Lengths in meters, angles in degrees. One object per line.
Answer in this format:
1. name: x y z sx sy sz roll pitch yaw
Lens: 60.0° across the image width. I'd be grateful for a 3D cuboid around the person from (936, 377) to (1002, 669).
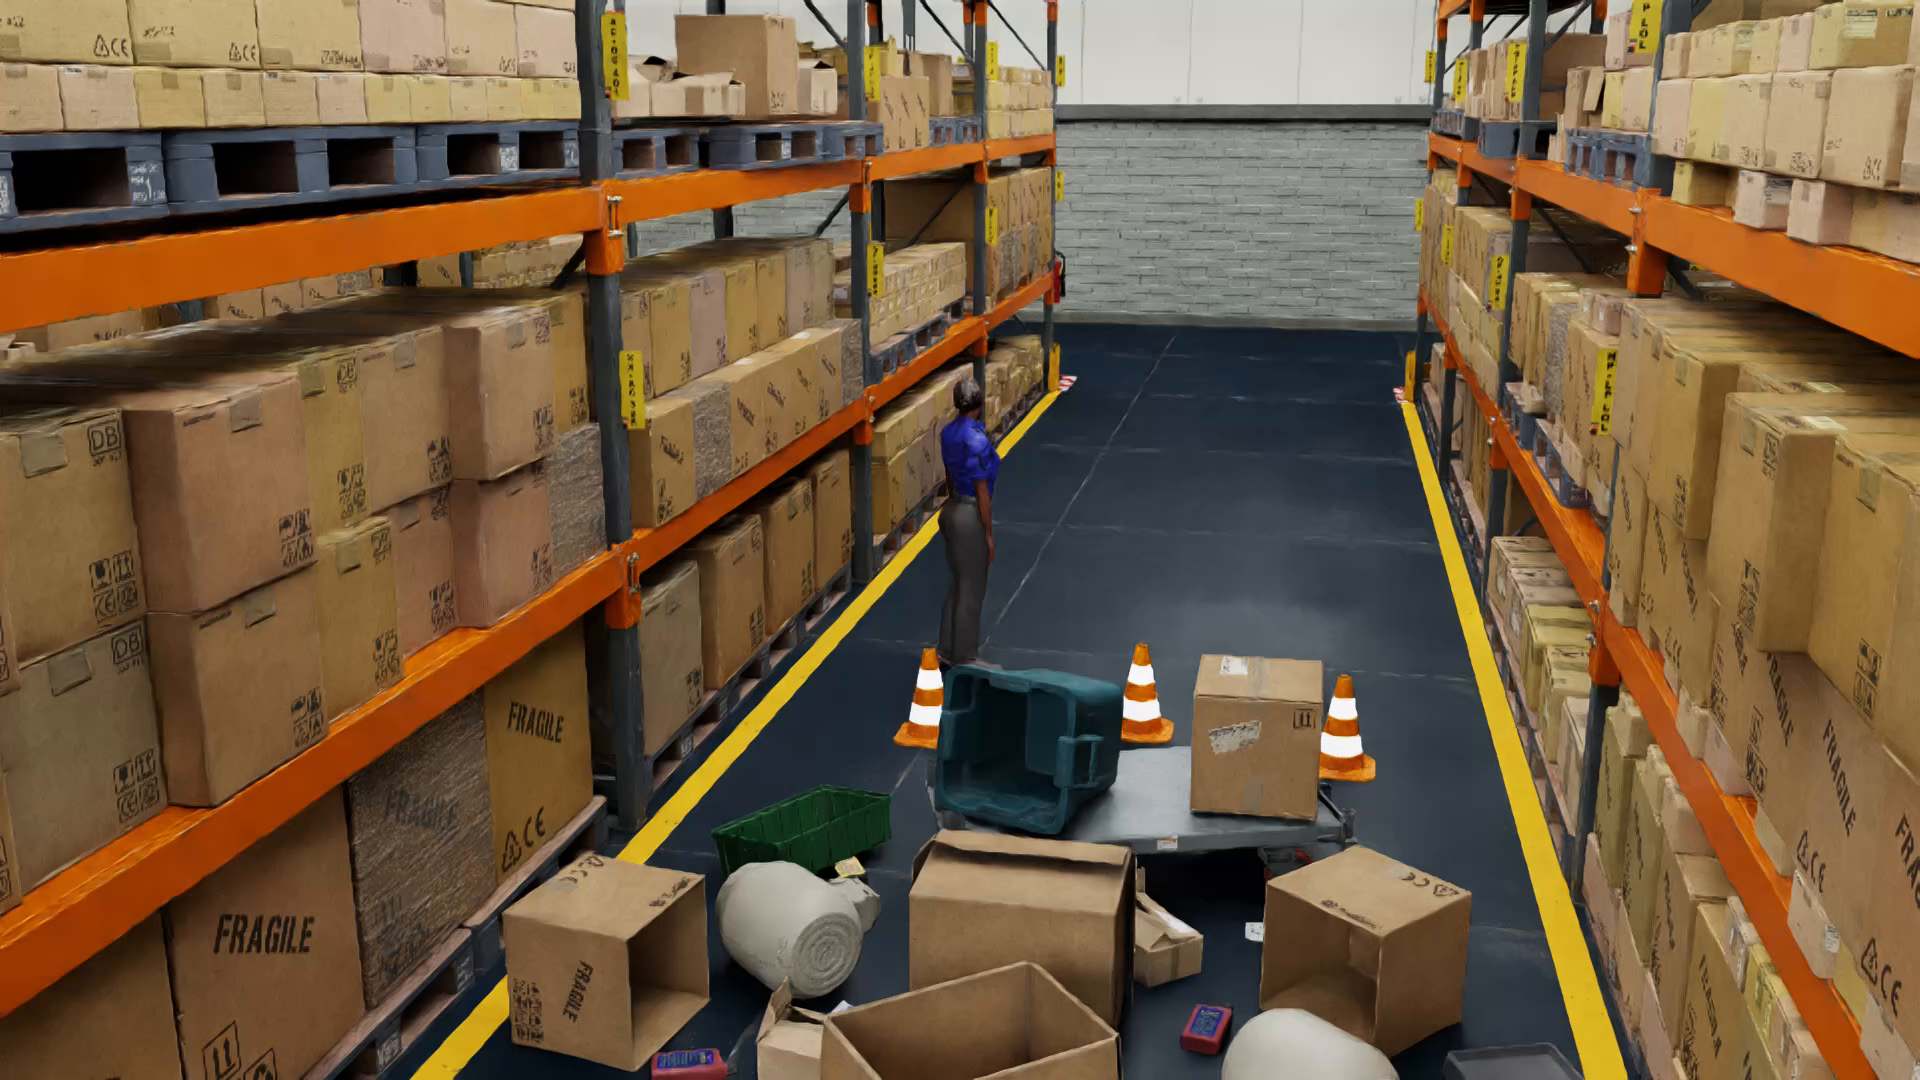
1. person: 0.043 -0.054 9.292 0.351 1.704 0.540 -5 16 -18
